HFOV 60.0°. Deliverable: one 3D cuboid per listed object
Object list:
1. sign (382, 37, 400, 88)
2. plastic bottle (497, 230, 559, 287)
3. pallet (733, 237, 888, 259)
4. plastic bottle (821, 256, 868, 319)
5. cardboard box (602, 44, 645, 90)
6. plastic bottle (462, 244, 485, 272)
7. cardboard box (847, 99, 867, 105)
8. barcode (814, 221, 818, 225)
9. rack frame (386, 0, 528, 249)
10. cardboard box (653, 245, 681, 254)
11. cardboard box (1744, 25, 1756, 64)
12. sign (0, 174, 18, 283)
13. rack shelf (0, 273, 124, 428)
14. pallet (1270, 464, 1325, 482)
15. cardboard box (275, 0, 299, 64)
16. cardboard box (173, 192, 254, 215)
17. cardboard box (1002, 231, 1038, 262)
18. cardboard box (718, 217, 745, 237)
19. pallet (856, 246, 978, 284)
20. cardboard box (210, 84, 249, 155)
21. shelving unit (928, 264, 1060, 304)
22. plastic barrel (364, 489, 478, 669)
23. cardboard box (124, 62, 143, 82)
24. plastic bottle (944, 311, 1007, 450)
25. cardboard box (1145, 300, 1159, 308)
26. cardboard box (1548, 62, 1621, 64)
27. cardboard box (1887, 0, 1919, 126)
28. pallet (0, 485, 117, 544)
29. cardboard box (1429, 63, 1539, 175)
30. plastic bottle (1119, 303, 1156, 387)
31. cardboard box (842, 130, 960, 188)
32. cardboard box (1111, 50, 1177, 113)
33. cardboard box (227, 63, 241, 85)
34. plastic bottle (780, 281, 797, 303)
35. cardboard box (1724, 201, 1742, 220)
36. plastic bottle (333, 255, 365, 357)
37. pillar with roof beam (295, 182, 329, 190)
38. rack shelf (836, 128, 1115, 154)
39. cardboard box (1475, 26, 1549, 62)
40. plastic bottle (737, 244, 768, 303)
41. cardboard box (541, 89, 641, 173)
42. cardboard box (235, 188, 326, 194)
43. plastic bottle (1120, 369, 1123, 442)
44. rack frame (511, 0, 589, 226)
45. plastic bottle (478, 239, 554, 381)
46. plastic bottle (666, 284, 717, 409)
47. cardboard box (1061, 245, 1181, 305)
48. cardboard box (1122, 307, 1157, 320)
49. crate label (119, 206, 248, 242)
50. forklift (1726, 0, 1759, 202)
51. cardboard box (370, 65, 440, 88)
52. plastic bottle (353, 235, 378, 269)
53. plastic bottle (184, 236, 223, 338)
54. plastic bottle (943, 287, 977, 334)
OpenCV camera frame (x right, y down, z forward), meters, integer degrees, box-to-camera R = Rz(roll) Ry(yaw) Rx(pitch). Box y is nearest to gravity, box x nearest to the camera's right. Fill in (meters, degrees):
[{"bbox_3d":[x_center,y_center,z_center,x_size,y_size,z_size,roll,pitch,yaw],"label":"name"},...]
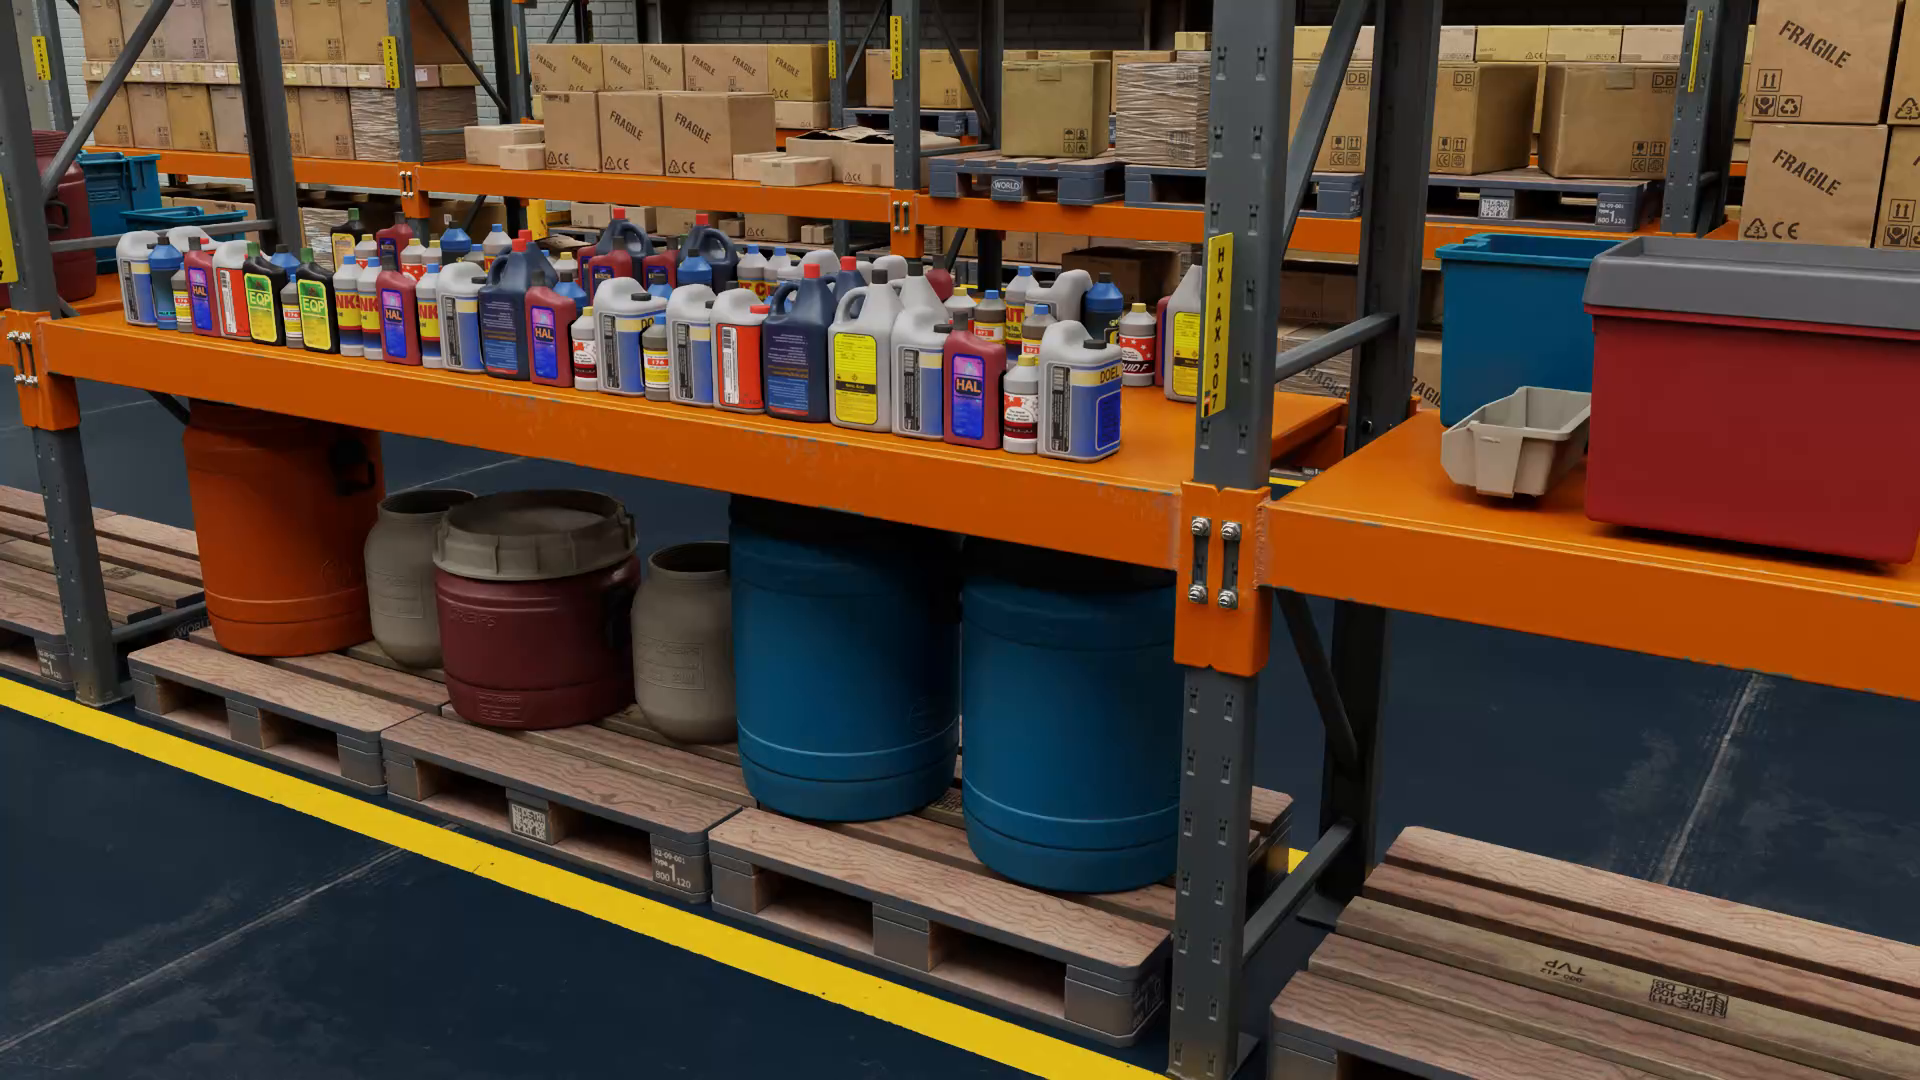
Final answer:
[{"bbox_3d":[-3.753,-3.151,10.968,0.005,0.325,0.100,10,20,30],"label":"sign"},{"bbox_3d":[-1.170,-0.654,4.459,0.185,0.351,0.144,10,20,30],"label":"plastic bottle"},{"bbox_3d":[-1.465,-2.823,16.312,1.213,0.211,1.003,10,20,30],"label":"pallet"},{"bbox_3d":[-0.279,-0.493,3.927,0.185,0.351,0.144,10,20,30],"label":"plastic bottle"},{"bbox_3d":[-3.180,-4.664,16.509,0.500,0.500,0.500,9,19,28],"label":"cardboard box"},{"bbox_3d":[-1.548,-0.849,5.359,0.097,0.201,0.097,0,17,0],"label":"plastic bottle"},{"bbox_3d":[-1.163,-4.126,16.029,0.500,0.250,0.500,10,20,31],"label":"cardboard box"},{"bbox_3d":[-1.442,-3.148,16.610,0.075,0.075,0.001,10,20,30],"label":"barcode"},{"bbox_3d":[-3.464,-2.837,11.559,0.127,3.000,1.000,10,20,30],"label":"rack frame"},{"bbox_3d":[-2.098,-1.846,11.339,0.500,0.311,0.500,10,20,30],"label":"cardboard box"},{"bbox_3d":[5.411,-3.413,11.449,0.500,0.250,0.500,11,20,31],"label":"cardboard box"},{"bbox_3d":[-2.932,-0.943,5.043,0.005,0.325,0.100,10,20,30],"label":"sign"},{"bbox_3d":[-4.355,-0.962,6.625,4.000,0.370,1.077,10,20,30],"label":"rack shelf"},{"bbox_3d":[1.597,-0.585,8.945,1.213,0.211,1.003,10,20,30],"label":"pallet"},{"bbox_3d":[-4.703,-3.724,12.076,0.500,0.500,0.700,10,20,30],"label":"cardboard box"},{"bbox_3d":[-5.672,-2.404,12.853,0.500,0.500,0.500,10,20,30],"label":"cardboard box"},{"bbox_3d":[0.642,-2.817,15.037,0.500,0.500,0.700,10,20,31],"label":"cardboard box"},{"bbox_3d":[-2.227,-3.159,16.767,0.250,0.149,0.380,8,19,26],"label":"cardboard box"},{"bbox_3d":[-0.210,-2.612,15.616,1.213,0.211,1.003,10,20,30],"label":"pallet"},{"bbox_3d":[-5.160,-3.184,12.530,0.500,0.500,0.700,11,20,32],"label":"cardboard box"},{"bbox_3d":[0.141,-0.549,7.124,0.503,1.200,0.258,10,20,30],"label":"shelving unit"},{"bbox_3d":[-1.697,0.121,5.378,0.421,0.512,0.421,0,17,0],"label":"plastic barrel"},{"bbox_3d":[-6.212,-3.612,12.825,0.250,0.149,0.380,10,20,30],"label":"cardboard box"},{"bbox_3d":[0.032,-0.341,3.545,0.133,0.283,0.061,10,20,30],"label":"plastic bottle"},{"bbox_3d":[1.306,-1.080,9.319,0.500,0.500,0.500,9,19,28],"label":"cardboard box"},{"bbox_3d":[4.554,-3.208,12.064,0.500,0.500,0.500,10,20,30],"label":"cardboard box"},{"bbox_3d":[4.048,-1.926,6.669,0.500,0.500,0.500,9,19,28],"label":"cardboard box"},{"bbox_3d":[-4.326,0.019,6.955,1.213,0.211,1.003,10,20,30],"label":"pallet"},{"bbox_3d":[2.448,-2.085,8.189,0.500,0.500,0.700,14,22,39],"label":"cardboard box"},{"bbox_3d":[0.447,-0.493,4.186,0.097,0.201,0.097,0,17,0],"label":"plastic bottle"},{"bbox_3d":[-0.342,-2.252,9.786,0.500,0.311,0.500,12,20,33],"label":"cardboard box"},{"bbox_3d":[1.638,-3.861,14.003,0.500,0.500,0.700,8,19,25],"label":"cardboard box"},{"bbox_3d":[-5.116,-3.416,12.179,0.250,0.149,0.380,11,20,32],"label":"cardboard box"},{"bbox_3d":[-0.473,-0.606,4.556,0.097,0.201,0.097,0,17,0],"label":"plastic bottle"},{"bbox_3d":[5.321,-2.086,12.064,0.750,0.750,0.750,10,20,31],"label":"cardboard box"},{"bbox_3d":[-1.662,-0.644,4.563,0.097,0.271,0.097,0,17,0],"label":"plastic bottle"},{"bbox_3d":[-10.599,-7.497,16.580,0.400,9.000,9.100,10,20,30],"label":"pillar with roof beam"},{"bbox_3d":[0.830,-3.416,14.702,4.000,0.370,1.077,10,20,30],"label":"rack shelf"},{"bbox_3d":[4.111,-3.649,12.223,0.500,0.250,0.500,10,19,29],"label":"cardboard box"},{"bbox_3d":[-0.591,-0.712,4.786,0.097,0.271,0.097,0,17,0],"label":"plastic bottle"},{"bbox_3d":[-2.369,-2.683,10.882,0.500,0.500,0.500,12,21,34],"label":"cardboard box"},{"bbox_3d":[-5.400,-2.533,13.277,0.500,0.500,0.500,10,20,30],"label":"cardboard box"},{"bbox_3d":[0.302,-0.312,3.590,0.097,0.201,0.097,0,17,0],"label":"plastic bottle"},{"bbox_3d":[-4.283,-4.672,17.602,0.127,3.000,1.000,10,20,30],"label":"rack frame"},{"bbox_3d":[-1.135,-0.596,4.268,0.185,0.351,0.144,10,20,30],"label":"plastic bottle"},{"bbox_3d":[-0.603,-0.467,3.971,0.135,0.276,0.152,10,20,30],"label":"plastic bottle"},{"bbox_3d":[0.915,-1.510,9.444,0.500,0.250,0.500,11,20,32],"label":"cardboard box"},{"bbox_3d":[1.057,-0.947,8.881,0.500,0.500,0.500,10,19,29],"label":"cardboard box"},{"bbox_3d":[-2.813,-1.079,6.060,0.416,0.233,0.303,10,20,30],"label":"crate label"},{"bbox_3d":[4.499,-2.173,9.492,3.031,2.935,1.130,10,19,29],"label":"forklift"},{"bbox_3d":[-3.807,-3.183,11.411,0.250,0.149,0.380,10,20,30],"label":"cardboard box"},{"bbox_3d":[-1.994,-0.929,5.620,0.097,0.201,0.097,0,17,0],"label":"plastic bottle"},{"bbox_3d":[-2.195,-0.739,4.854,0.133,0.283,0.061,10,20,30],"label":"plastic bottle"},{"bbox_3d":[0.001,-0.573,4.448,0.097,0.201,0.097,0,17,0],"label":"plastic bottle"}]
